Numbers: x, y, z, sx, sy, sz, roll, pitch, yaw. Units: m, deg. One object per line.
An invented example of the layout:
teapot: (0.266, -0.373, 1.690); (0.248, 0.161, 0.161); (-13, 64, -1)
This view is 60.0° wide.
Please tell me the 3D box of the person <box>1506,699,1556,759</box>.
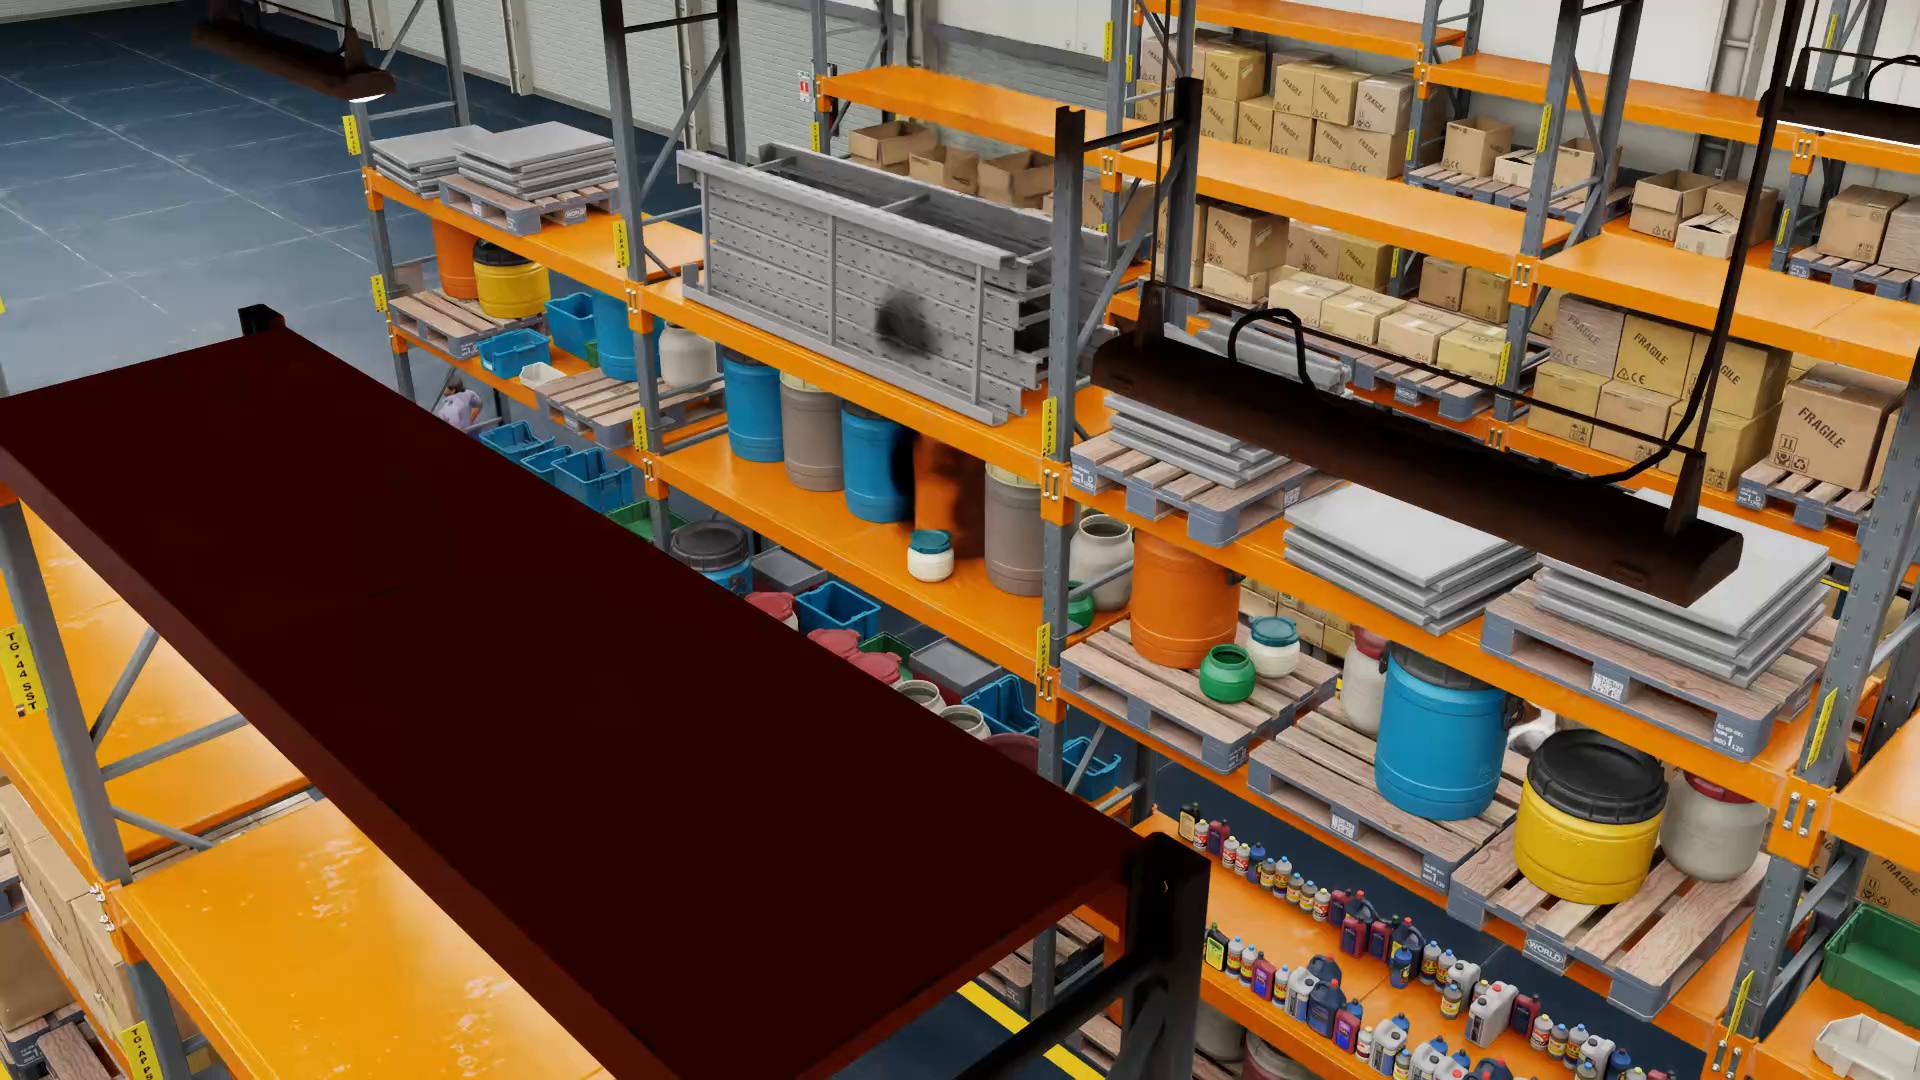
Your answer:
person: (3.826, 1.715, 11.346); (0.790, 1.821, 0.640); (19, 34, 32)

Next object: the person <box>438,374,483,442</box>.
person: (-5.039, -0.948, 16.967); (0.709, 1.618, 0.649); (1, 28, 2)
